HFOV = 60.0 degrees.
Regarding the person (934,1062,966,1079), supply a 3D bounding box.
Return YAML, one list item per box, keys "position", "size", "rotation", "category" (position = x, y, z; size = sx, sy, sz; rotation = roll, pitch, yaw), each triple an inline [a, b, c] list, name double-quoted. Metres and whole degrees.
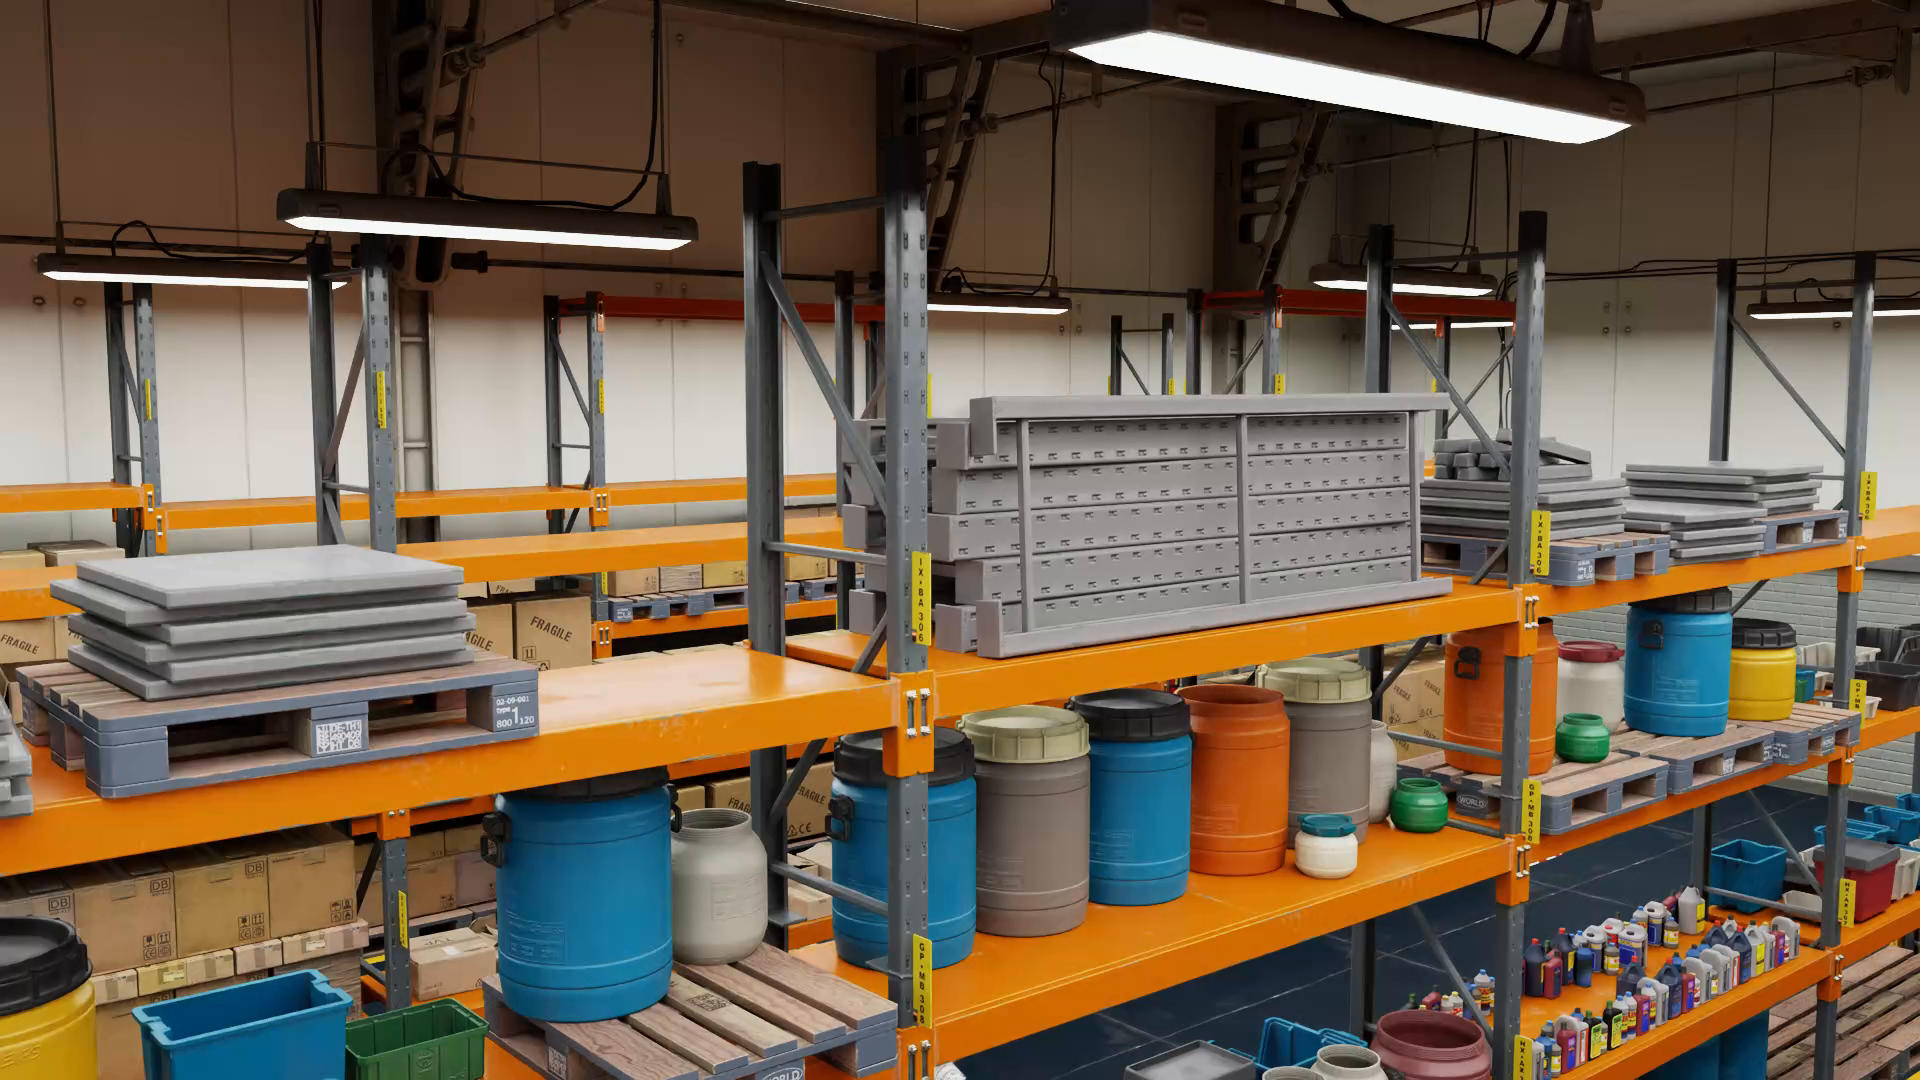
- position: [-0.206, 3.466, 9.323]
  size: [0.628, 1.618, 0.642]
  rotation: [-5, 8, -43]
  category: "person"
